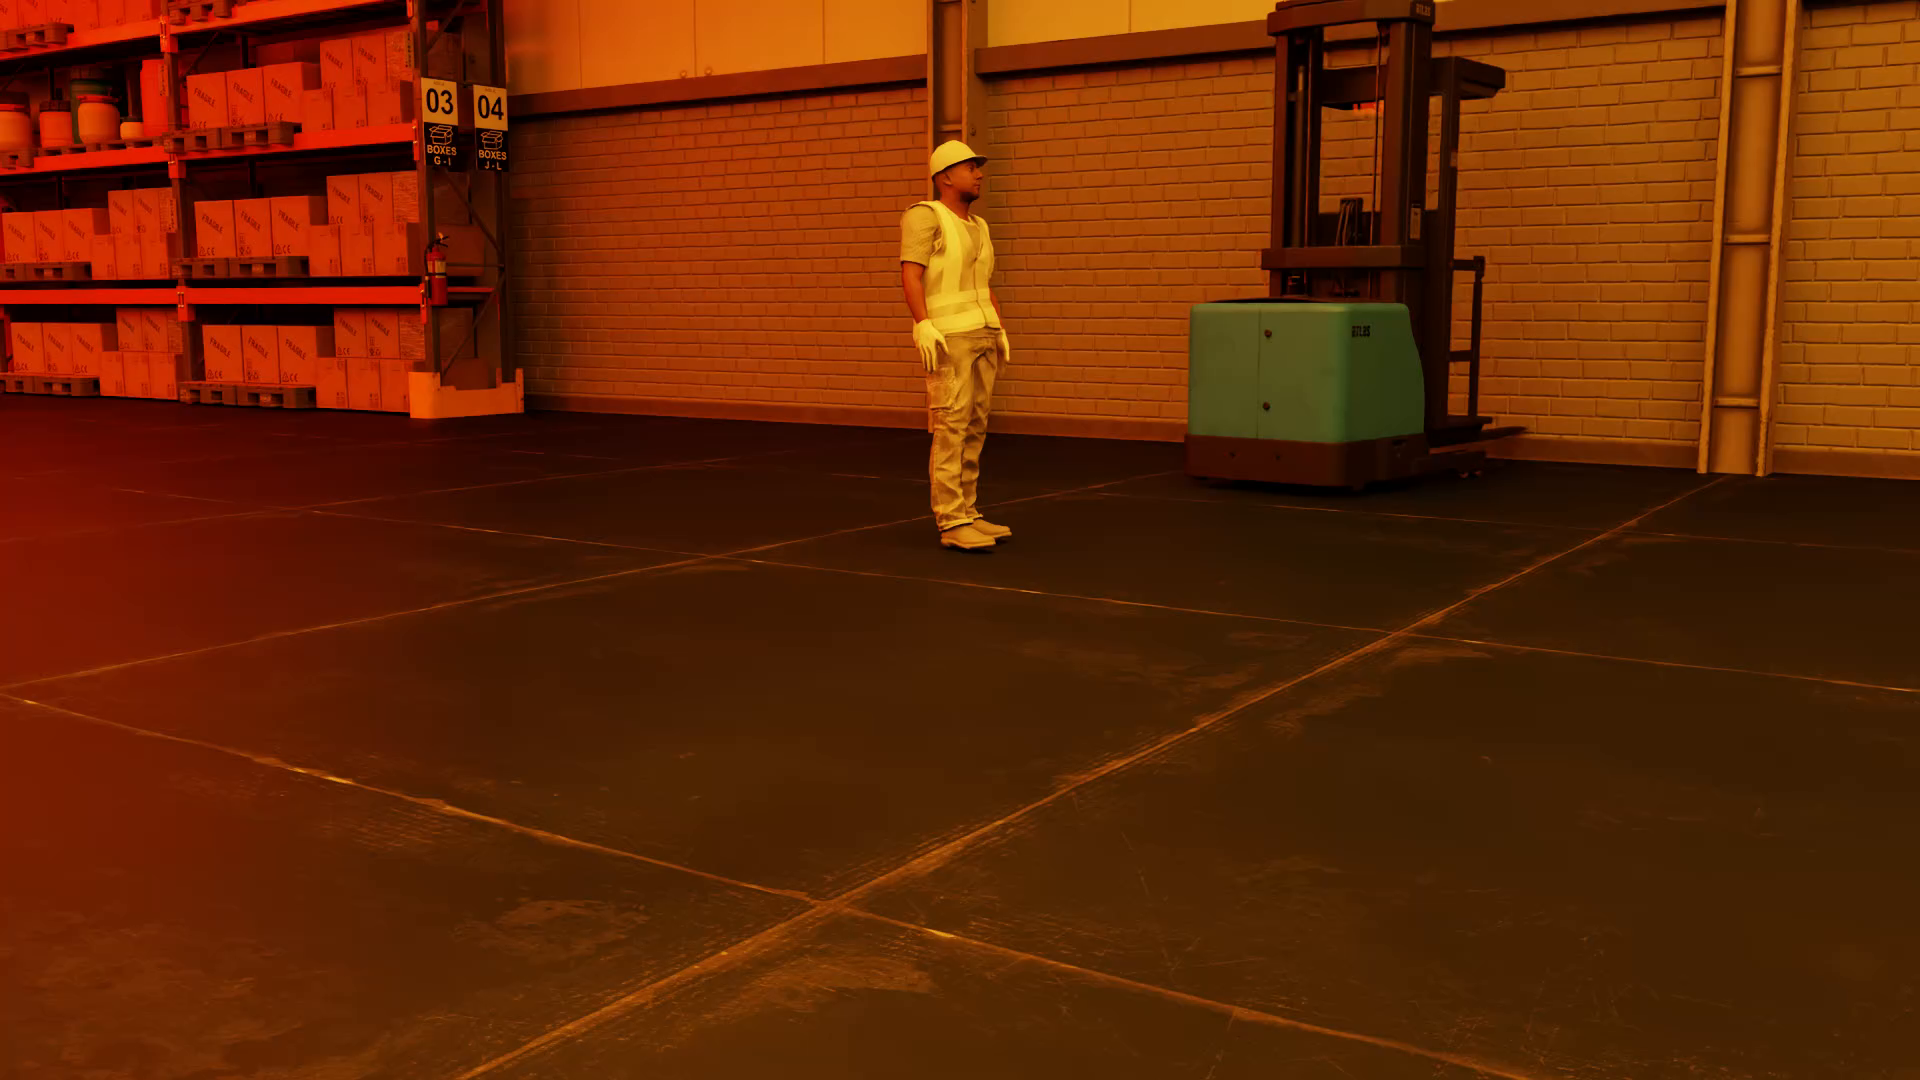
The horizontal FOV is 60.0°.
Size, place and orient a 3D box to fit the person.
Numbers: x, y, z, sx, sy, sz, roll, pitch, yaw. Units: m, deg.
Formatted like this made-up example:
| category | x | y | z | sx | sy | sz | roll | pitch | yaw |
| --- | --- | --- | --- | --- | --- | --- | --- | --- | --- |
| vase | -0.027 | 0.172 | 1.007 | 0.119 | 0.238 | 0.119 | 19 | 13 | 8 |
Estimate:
| category | x | y | z | sx | sy | sz | roll | pitch | yaw |
| --- | --- | --- | --- | --- | --- | --- | --- | --- | --- |
| person | 0.056 | -0.883 | 7.431 | 0.575 | 1.784 | 0.656 | 5 | 10 | 34 |

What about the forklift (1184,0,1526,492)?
| category | x | y | z | sx | sy | sz | roll | pitch | yaw |
| --- | --- | --- | --- | --- | --- | --- | --- | --- | --- |
| forklift | 2.663 | -1.875 | 10.382 | 1.130 | 2.935 | 3.031 | 7 | 11 | 40 |
